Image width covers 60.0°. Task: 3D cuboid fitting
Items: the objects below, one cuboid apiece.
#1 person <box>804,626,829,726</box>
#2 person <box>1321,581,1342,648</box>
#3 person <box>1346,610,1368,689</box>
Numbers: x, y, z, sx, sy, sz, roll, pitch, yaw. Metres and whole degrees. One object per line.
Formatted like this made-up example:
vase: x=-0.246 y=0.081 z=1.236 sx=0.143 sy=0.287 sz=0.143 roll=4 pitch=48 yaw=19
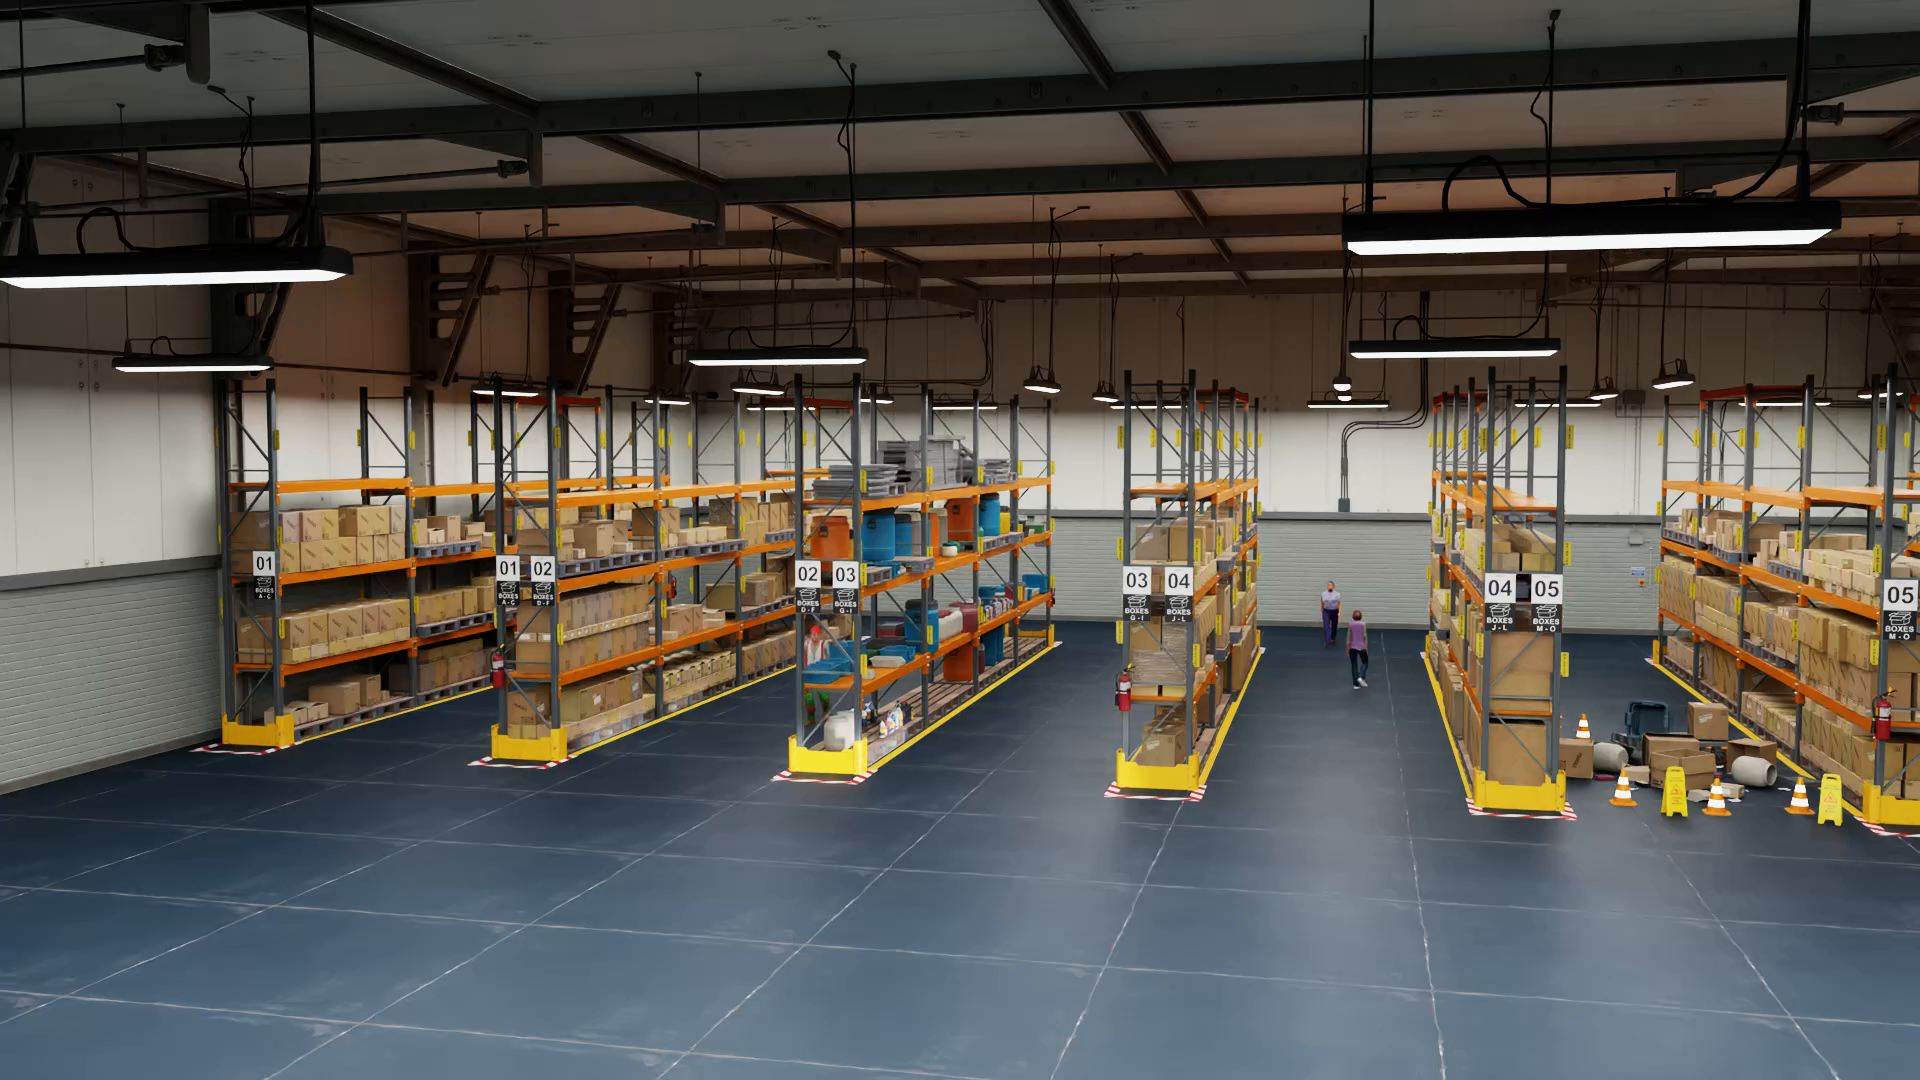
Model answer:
person: x=-2.543 y=2.368 z=29.327 sx=0.603 sy=1.768 sz=0.678 roll=0 pitch=3 yaw=2
person: x=8.972 y=1.782 z=40.166 sx=0.484 sy=1.588 sz=1.034 roll=1 pitch=3 yaw=10
person: x=7.973 y=2.202 z=33.396 sx=0.439 sy=1.597 sz=0.441 roll=1 pitch=4 yaw=16
